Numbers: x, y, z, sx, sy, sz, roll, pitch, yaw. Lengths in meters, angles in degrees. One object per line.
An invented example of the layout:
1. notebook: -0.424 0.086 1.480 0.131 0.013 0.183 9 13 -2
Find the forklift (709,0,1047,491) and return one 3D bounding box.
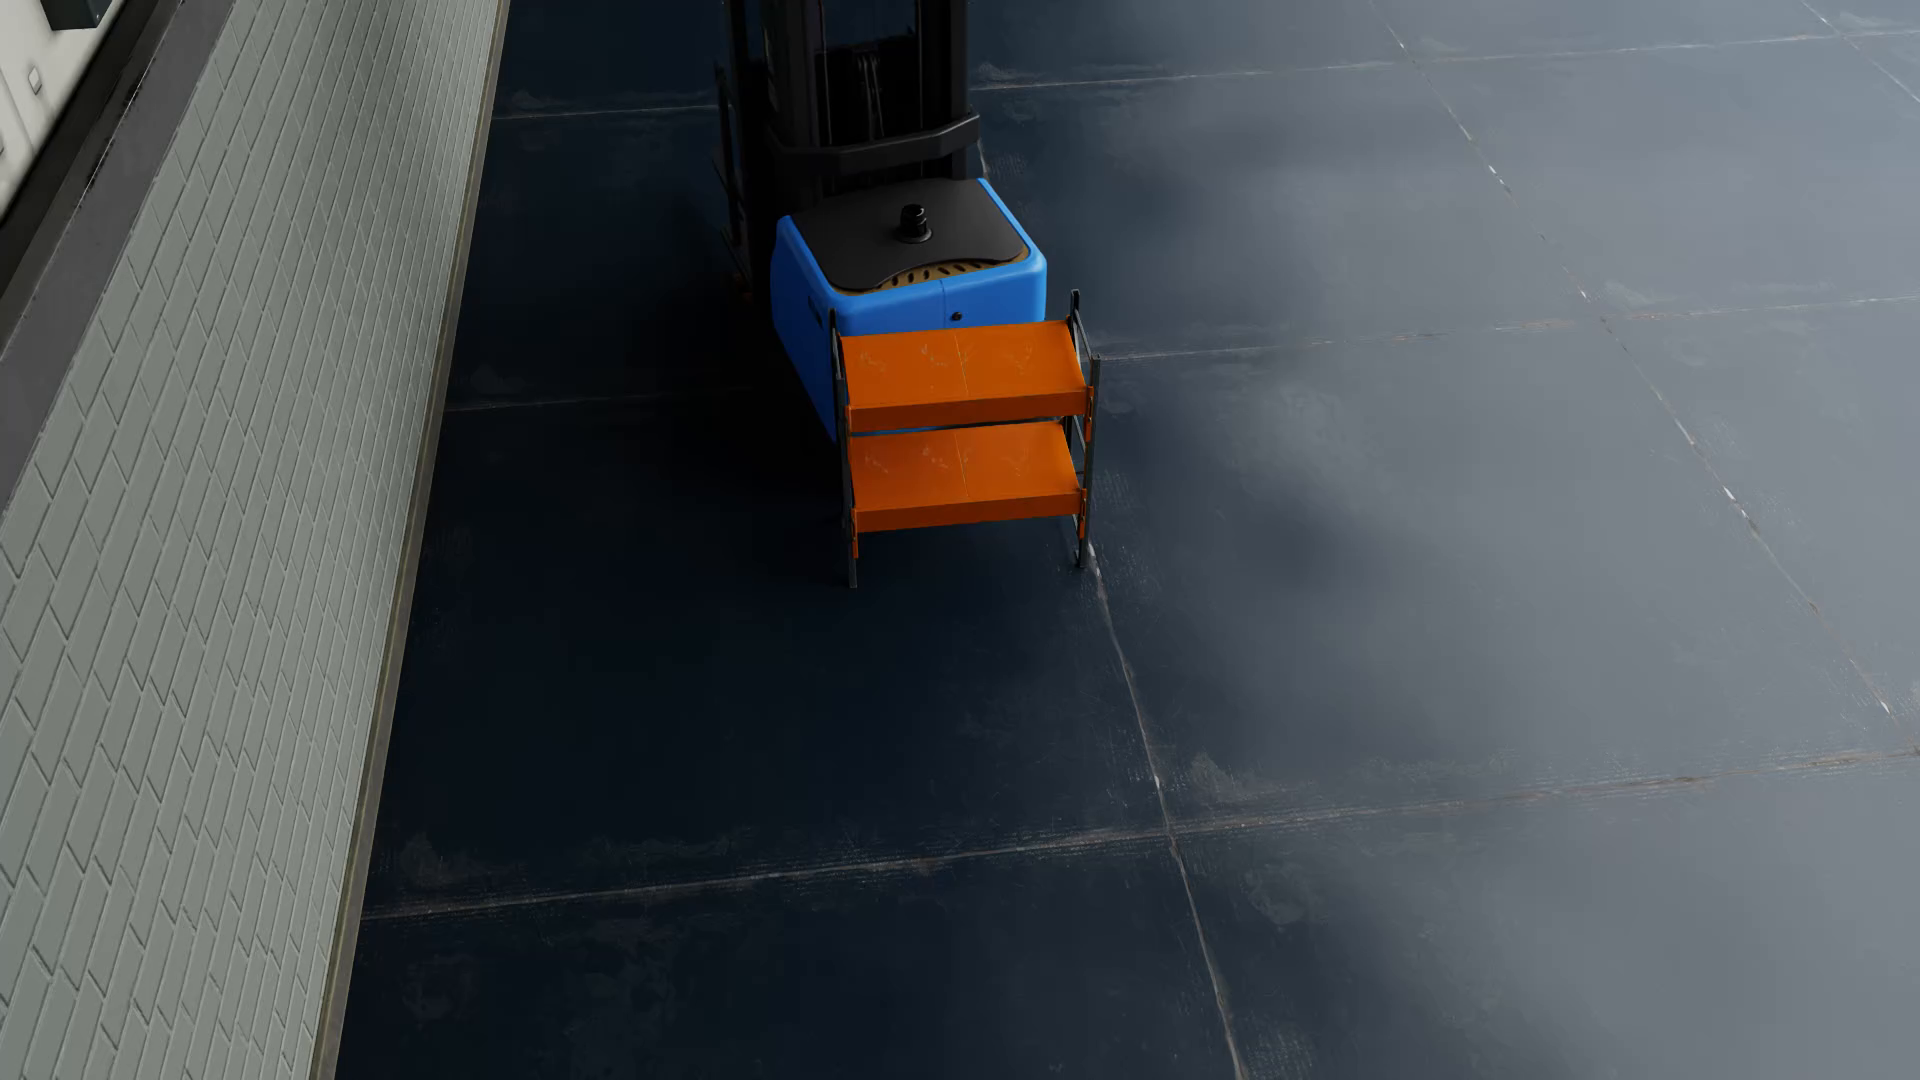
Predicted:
1. forklift: -0.598 -2.312 7.840 1.130 2.935 3.031 -14 44 -15

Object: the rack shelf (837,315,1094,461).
1. rack shelf: 0.007 -0.636 6.893 1.000 0.278 0.538 -5 42 -6

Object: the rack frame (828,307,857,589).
1. rack frame: -0.497 -0.374 7.040 0.032 1.125 0.500 -5 42 -6

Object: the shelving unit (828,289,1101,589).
1. shelving unit: 0.007 -0.418 7.089 1.048 1.125 0.538 -5 42 -6

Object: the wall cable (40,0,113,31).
1. wall cable: -2.303 -4.246 2.915 0.169 6.003 2.305 -5 42 -6

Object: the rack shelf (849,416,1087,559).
1. rack shelf: 0.007 -0.237 7.253 1.000 0.278 0.538 -5 42 -6

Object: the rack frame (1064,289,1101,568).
1. rack frame: 0.511 -0.462 7.138 0.032 1.125 0.500 -5 42 -6
